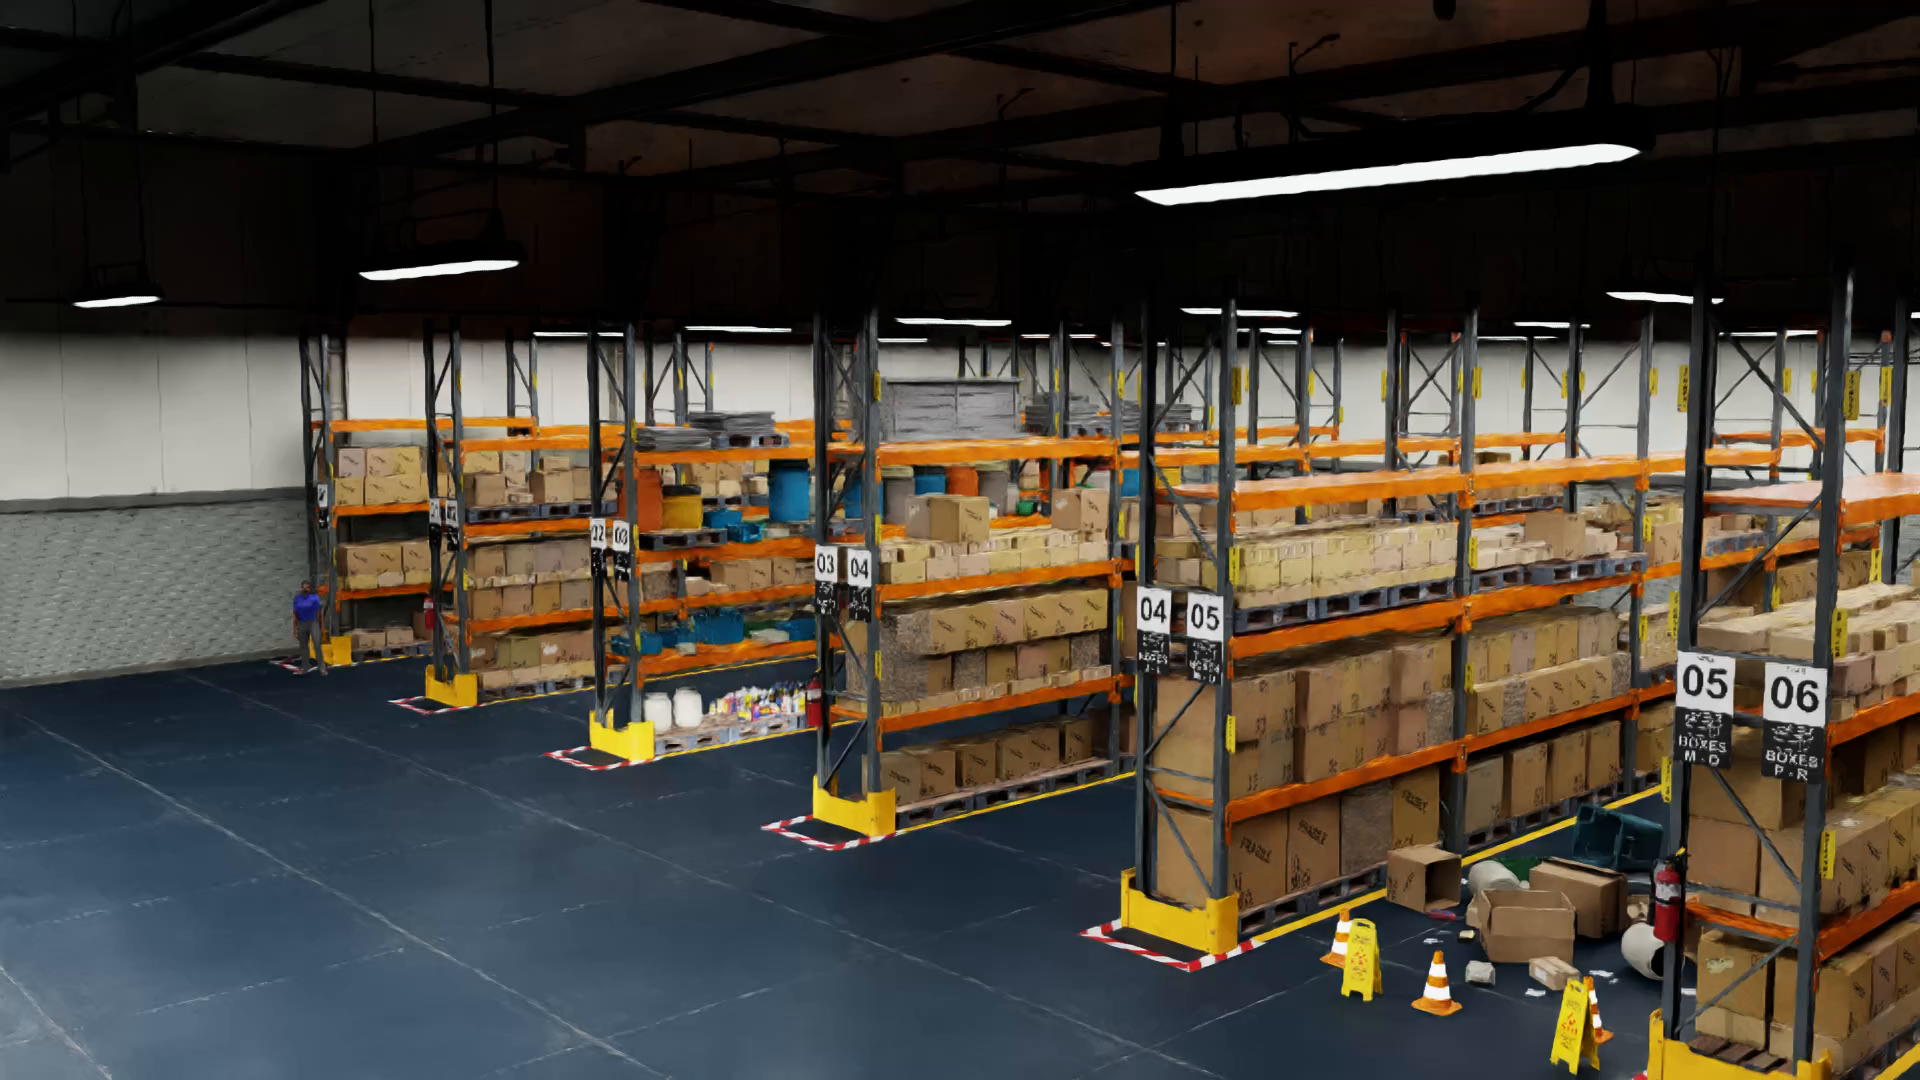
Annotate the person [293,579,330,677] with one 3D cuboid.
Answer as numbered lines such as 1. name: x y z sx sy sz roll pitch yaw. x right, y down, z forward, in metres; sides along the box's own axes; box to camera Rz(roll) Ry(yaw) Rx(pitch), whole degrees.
1. person: -11.030 1.483 28.248 0.697 1.647 0.559 -1 6 -5
